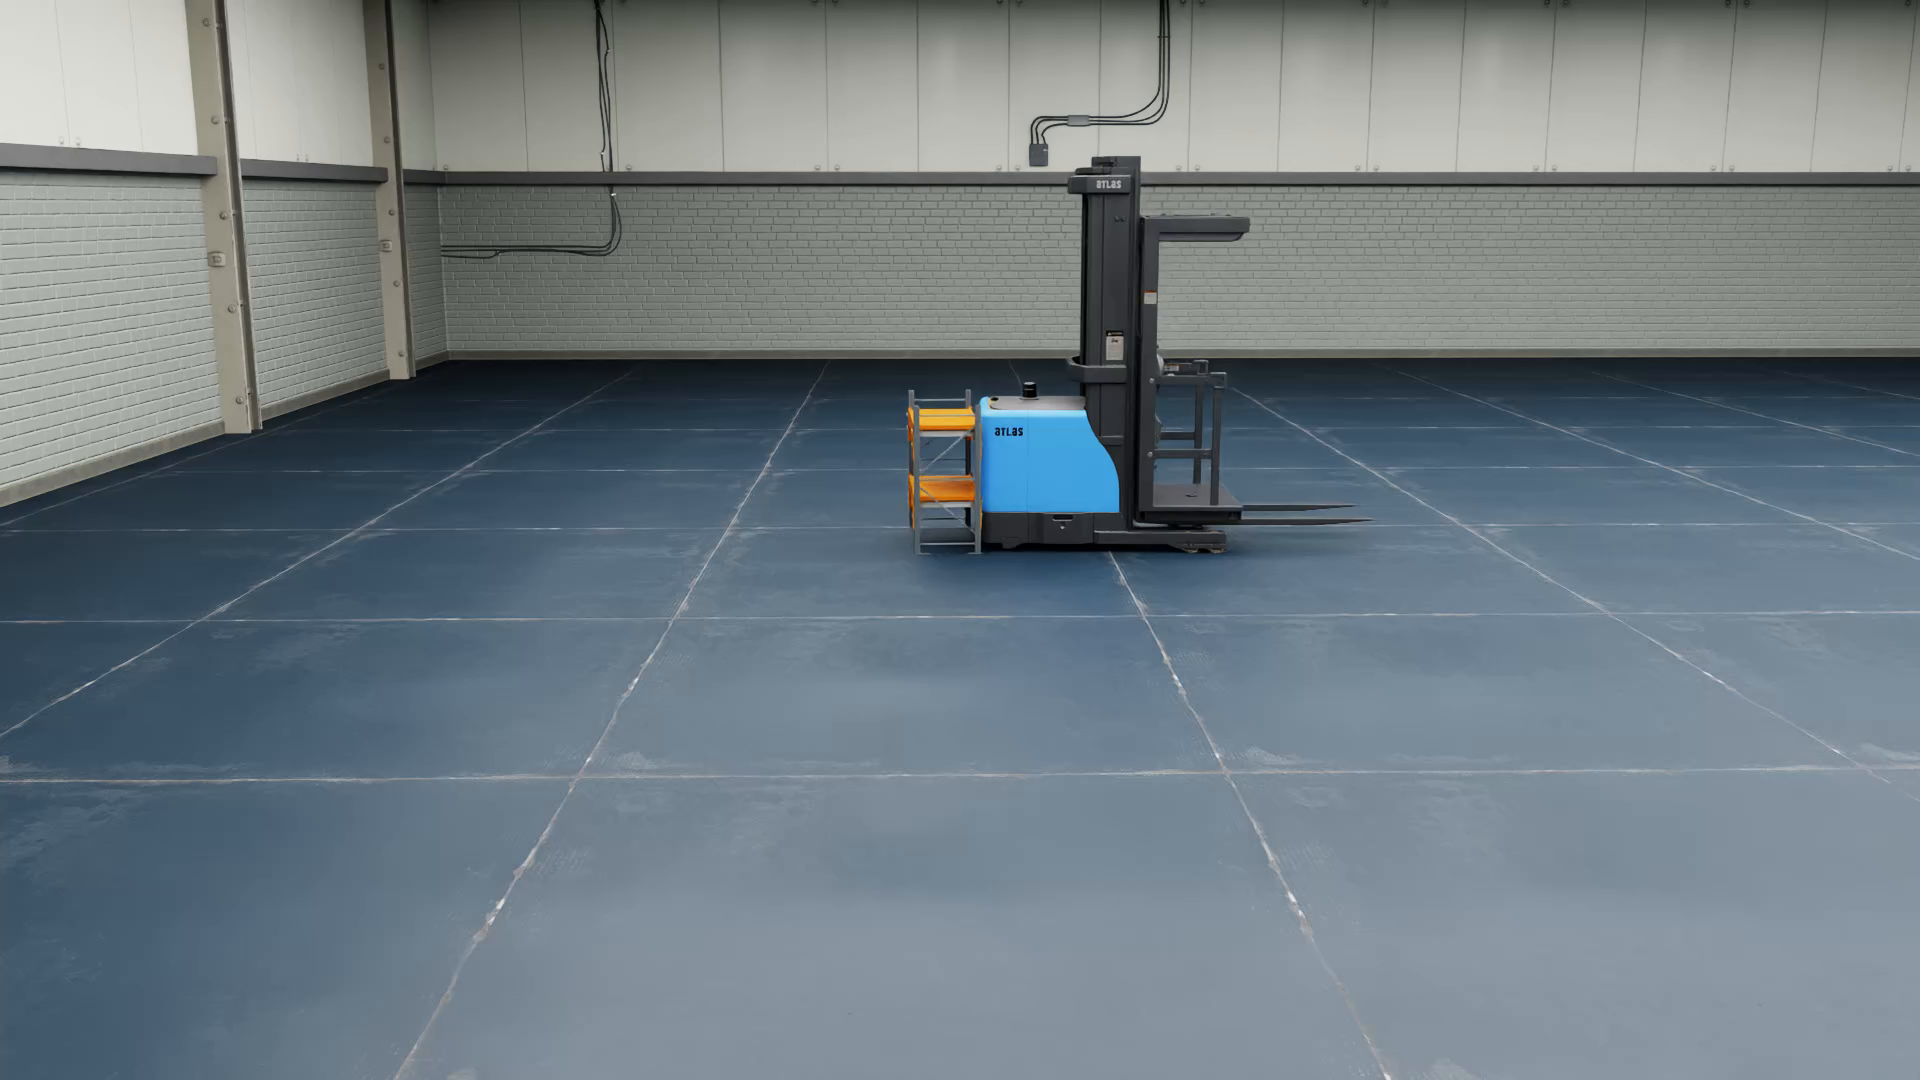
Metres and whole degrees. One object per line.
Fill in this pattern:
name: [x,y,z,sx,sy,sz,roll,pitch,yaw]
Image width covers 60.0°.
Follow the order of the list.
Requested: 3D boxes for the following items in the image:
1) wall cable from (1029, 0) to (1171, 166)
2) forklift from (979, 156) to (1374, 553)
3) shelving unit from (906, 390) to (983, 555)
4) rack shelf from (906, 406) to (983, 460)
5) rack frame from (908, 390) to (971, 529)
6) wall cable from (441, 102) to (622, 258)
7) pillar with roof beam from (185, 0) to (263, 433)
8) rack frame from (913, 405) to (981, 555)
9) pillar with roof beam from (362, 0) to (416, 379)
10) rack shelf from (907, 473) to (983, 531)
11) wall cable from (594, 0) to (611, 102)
wall cable: [2.307,-9.161,27.028,2.305,6.003,0.169,0,11,-1]
forklift: [1.655,-1.444,12.804,3.031,2.935,1.130,0,11,0]
shelving unit: [-0.128,-0.547,12.927,0.538,1.125,1.048,-1,11,-4]
rack shelf: [-0.128,-0.834,12.869,0.538,0.278,1.000,-1,11,-4]
rack frame: [-0.162,-0.648,13.424,0.500,1.125,0.032,-1,11,-4]
wall cable: [-7.185,-5.937,27.498,3.097,2.526,0.112,0,11,-1]
pillar with roof beam: [-4.018,-5.692,18.485,9.100,9.000,0.400,0,11,-1]
rack frame: [-0.095,-0.446,12.430,0.500,1.125,0.032,-1,11,-4]
pillar with roof beam: [-4.142,-6.885,24.364,9.100,9.000,0.400,0,11,-1]
rack shelf: [-0.128,-0.308,12.976,0.538,0.278,1.000,-1,11,-4]
wall cable: [-4.480,-8.423,27.051,3.097,2.526,0.112,0,11,-1]
